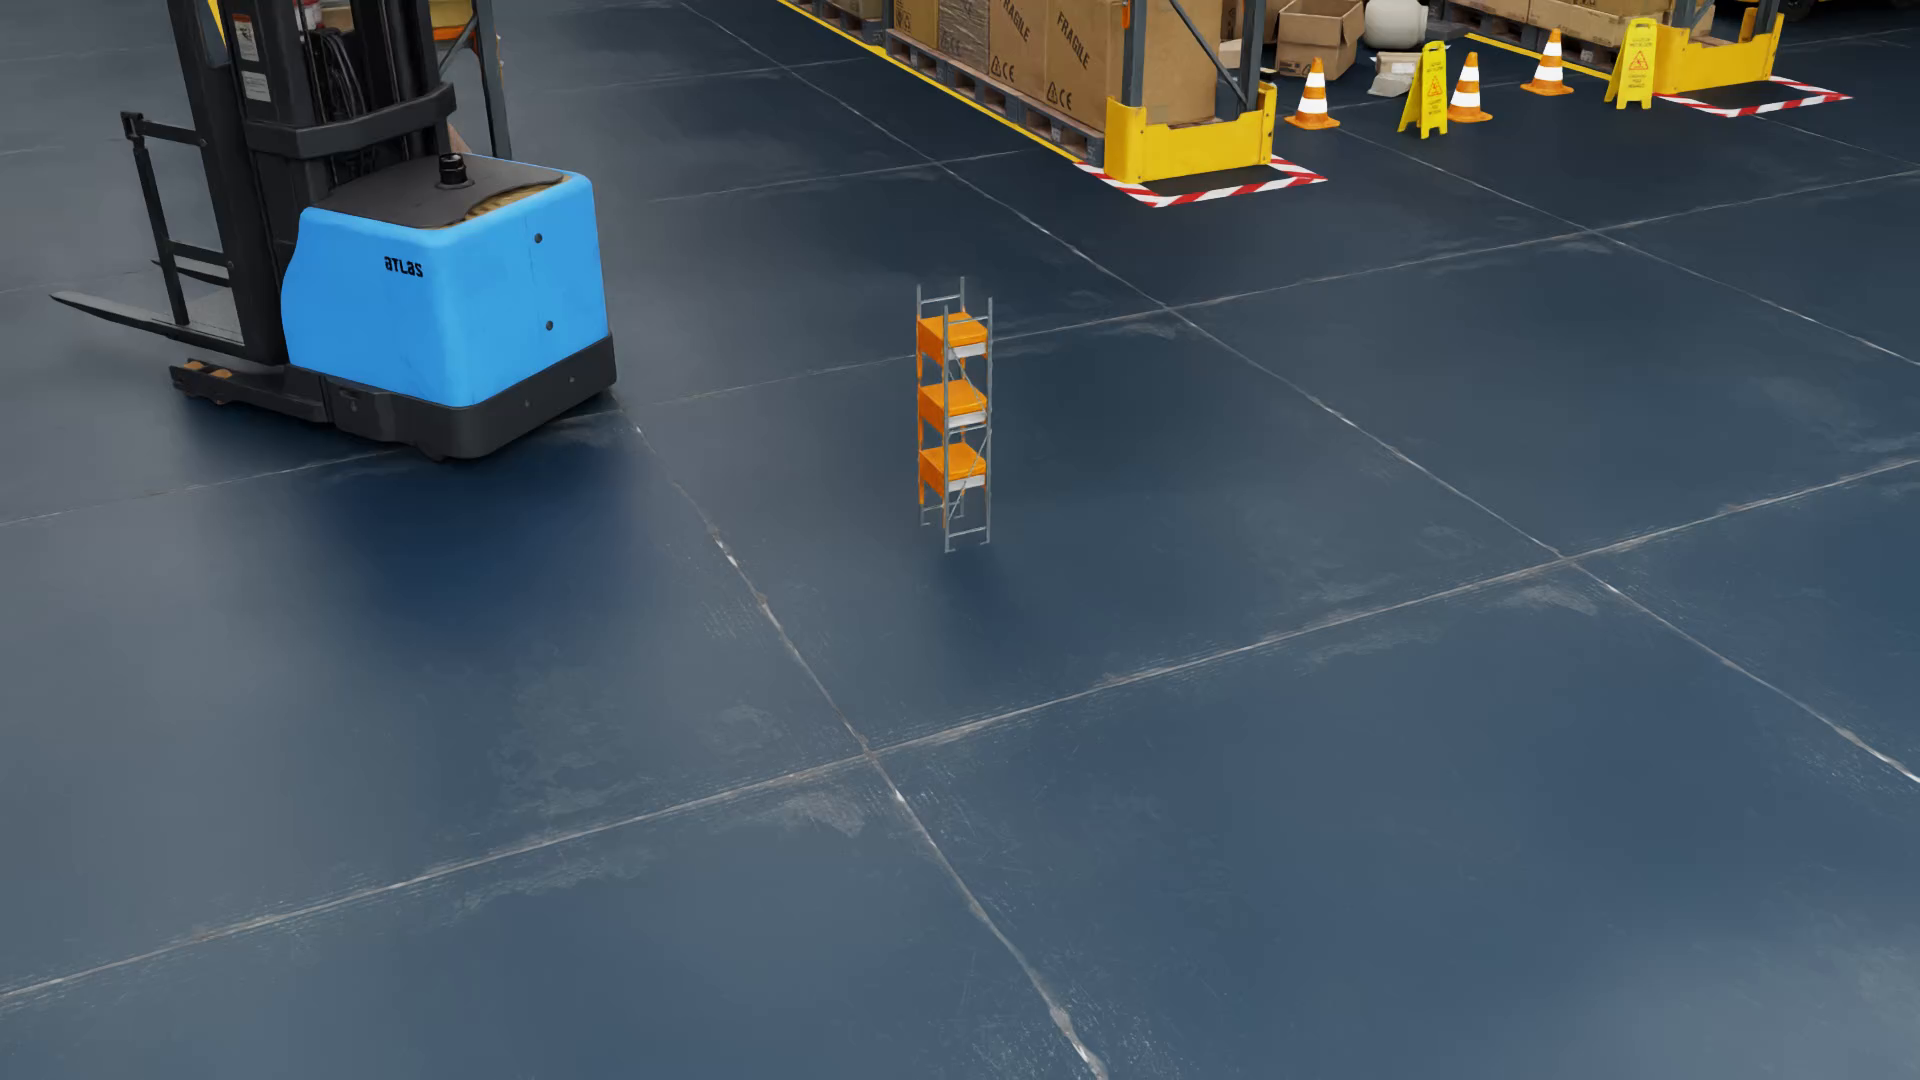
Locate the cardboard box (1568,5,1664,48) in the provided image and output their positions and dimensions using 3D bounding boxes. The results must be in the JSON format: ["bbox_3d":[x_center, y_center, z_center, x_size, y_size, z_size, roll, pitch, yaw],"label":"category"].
[{"bbox_3d":[5.359,-4.223,13.596,0.500,0.250,0.500,-13,32,-22],"label":"cardboard box"}]

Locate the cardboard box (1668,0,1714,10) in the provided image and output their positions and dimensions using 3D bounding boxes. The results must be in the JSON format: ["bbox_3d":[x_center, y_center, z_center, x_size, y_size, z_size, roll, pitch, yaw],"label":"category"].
[{"bbox_3d":[5.852,-4.664,13.616,0.500,0.500,0.500,-14,32,-24],"label":"cardboard box"}]

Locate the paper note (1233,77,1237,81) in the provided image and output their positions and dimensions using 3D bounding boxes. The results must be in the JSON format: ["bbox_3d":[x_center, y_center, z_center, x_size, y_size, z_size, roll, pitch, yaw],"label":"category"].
[{"bbox_3d":[2.205,-3.694,13.327,0.032,0.001,0.123,2,29,4],"label":"paper note"}]

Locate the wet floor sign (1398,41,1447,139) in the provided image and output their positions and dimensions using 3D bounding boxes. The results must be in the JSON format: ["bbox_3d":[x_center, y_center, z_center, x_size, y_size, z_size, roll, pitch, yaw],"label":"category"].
[{"bbox_3d":[3.333,-3.220,11.833,0.267,0.644,0.232,-19,35,-30],"label":"wet floor sign"}]

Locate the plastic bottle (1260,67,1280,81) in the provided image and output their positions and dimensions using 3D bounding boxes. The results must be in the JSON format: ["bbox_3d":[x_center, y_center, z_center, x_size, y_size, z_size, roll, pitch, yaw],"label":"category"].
[{"bbox_3d":[2.426,-3.764,13.399,0.283,0.061,0.133,26,38,38],"label":"plastic bottle"}]

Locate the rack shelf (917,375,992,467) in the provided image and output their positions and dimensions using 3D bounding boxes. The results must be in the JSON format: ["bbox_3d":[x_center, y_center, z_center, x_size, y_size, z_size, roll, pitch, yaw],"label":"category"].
[{"bbox_3d":[-0.023,-0.472,6.541,0.215,0.259,0.240,-13,32,-22],"label":"rack shelf"}]

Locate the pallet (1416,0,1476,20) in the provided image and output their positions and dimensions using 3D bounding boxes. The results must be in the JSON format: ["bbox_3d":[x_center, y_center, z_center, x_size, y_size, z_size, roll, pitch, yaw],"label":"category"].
[{"bbox_3d":[4.562,-5.190,15.789,1.003,0.211,1.213,-13,32,-22],"label":"pallet"}]

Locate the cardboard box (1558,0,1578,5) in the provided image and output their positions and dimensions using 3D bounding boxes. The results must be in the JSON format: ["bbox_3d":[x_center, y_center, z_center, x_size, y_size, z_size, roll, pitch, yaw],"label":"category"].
[{"bbox_3d":[5.153,-4.768,13.801,0.500,0.500,0.500,-12,31,-20],"label":"cardboard box"}]

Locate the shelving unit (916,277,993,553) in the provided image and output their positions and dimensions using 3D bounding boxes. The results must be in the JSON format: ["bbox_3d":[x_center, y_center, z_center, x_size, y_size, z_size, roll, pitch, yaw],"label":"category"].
[{"bbox_3d":[-0.023,-0.482,6.535,0.215,1.050,0.252,-13,32,-22],"label":"shelving unit"}]

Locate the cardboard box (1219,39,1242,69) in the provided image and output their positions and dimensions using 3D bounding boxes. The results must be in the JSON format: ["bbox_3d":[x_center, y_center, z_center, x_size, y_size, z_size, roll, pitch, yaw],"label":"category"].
[{"bbox_3d":[2.216,-4.046,13.694,0.396,0.266,0.258,-8,30,-13],"label":"cardboard box"}]

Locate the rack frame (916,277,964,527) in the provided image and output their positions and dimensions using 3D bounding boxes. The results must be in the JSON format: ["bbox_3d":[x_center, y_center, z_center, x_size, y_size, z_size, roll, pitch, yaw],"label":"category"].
[{"bbox_3d":[-0.075,-0.535,6.631,0.200,1.050,0.008,-13,32,-22],"label":"rack frame"}]

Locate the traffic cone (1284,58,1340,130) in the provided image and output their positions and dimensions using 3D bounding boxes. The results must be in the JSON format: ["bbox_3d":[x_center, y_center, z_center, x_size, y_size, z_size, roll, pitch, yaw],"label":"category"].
[{"bbox_3d":[2.587,-3.270,12.109,0.336,0.463,0.334,-13,32,-22],"label":"traffic cone"}]

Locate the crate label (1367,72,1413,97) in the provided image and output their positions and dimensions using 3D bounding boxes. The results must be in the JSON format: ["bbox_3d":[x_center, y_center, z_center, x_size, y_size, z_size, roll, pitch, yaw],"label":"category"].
[{"bbox_3d":[3.360,-3.550,12.940,0.298,0.136,0.250,19,34,30],"label":"crate label"}]

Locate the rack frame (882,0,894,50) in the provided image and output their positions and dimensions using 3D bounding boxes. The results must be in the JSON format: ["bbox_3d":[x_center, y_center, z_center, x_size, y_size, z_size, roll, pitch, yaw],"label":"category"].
[{"bbox_3d":[-0.185,-5.611,13.690,1.000,3.000,0.127,-13,32,-22],"label":"rack frame"}]

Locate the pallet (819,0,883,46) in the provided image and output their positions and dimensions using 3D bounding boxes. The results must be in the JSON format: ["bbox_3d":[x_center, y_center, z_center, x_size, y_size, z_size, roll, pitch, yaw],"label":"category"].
[{"bbox_3d":[-0.584,-4.720,14.951,1.003,0.211,1.213,-13,32,-22],"label":"pallet"}]

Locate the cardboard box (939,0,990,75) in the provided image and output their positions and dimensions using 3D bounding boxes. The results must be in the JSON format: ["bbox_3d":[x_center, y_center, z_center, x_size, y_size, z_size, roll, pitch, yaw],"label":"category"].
[{"bbox_3d":[0.412,-4.178,12.876,0.875,0.875,0.875,-13,32,-22],"label":"cardboard box"}]

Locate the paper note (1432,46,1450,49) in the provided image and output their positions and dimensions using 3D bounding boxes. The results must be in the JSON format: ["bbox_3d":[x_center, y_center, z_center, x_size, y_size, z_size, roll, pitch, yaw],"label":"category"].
[{"bbox_3d":[4.114,-4.239,14.278,0.148,0.019,0.142,26,38,38],"label":"paper note"}]

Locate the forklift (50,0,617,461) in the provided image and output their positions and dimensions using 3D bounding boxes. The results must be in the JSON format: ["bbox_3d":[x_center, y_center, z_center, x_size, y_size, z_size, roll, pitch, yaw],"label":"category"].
[{"bbox_3d":[-3.186,-2.130,7.551,3.031,2.935,1.130,15,33,25],"label":"forklift"}]

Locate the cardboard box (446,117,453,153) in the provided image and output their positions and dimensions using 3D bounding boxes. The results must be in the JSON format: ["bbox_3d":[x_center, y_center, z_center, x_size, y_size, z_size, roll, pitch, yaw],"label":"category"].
[{"bbox_3d":[-3.244,-2.220,9.768,0.500,0.500,0.500,-7,30,-13],"label":"cardboard box"}]

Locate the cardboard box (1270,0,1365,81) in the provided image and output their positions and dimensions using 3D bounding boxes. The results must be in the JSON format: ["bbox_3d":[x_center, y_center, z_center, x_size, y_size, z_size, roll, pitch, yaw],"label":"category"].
[{"bbox_3d":[2.919,-4.084,13.518,0.637,0.503,0.797,13,32,21],"label":"cardboard box"}]

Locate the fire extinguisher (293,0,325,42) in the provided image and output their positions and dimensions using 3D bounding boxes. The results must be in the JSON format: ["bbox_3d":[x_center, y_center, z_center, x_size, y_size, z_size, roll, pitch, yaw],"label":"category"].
[{"bbox_3d":[-3.358,-2.666,8.517,0.296,0.674,0.183,-13,32,-22],"label":"fire extinguisher"}]

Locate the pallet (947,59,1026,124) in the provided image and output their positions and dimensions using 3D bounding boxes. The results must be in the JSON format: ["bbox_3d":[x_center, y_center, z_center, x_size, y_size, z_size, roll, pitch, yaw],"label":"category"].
[{"bbox_3d":[0.598,-3.503,12.781,1.003,0.211,1.213,-13,32,-22],"label":"pallet"}]

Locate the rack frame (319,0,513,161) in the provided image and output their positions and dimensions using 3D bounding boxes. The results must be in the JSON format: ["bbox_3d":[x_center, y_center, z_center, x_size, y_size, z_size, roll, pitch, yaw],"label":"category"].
[{"bbox_3d":[-2.991,-2.847,8.761,1.000,3.000,0.127,-13,32,-22],"label":"rack frame"}]

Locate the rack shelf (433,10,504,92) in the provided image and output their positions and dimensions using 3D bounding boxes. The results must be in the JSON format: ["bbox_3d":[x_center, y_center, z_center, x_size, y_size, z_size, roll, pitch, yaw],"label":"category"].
[{"bbox_3d":[-3.850,-3.417,10.512,1.077,0.370,4.000,-13,32,-22],"label":"rack shelf"}]

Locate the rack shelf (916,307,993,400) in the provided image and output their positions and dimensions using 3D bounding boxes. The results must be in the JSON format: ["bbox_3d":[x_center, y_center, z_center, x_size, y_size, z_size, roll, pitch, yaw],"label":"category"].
[{"bbox_3d":[-0.023,-0.720,6.402,0.215,0.259,0.240,-13,32,-22],"label":"rack shelf"}]

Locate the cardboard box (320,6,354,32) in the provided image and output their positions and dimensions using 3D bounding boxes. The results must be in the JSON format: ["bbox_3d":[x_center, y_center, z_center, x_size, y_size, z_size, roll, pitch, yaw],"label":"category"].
[{"bbox_3d":[-3.300,-2.820,8.970,0.380,0.149,0.250,-13,32,-22],"label":"cardboard box"}]

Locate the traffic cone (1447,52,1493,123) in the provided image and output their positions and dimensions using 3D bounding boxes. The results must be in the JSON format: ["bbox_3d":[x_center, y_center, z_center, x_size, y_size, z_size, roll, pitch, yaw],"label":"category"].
[{"bbox_3d":[3.753,-3.357,12.264,0.336,0.463,0.334,-13,32,-22],"label":"traffic cone"}]

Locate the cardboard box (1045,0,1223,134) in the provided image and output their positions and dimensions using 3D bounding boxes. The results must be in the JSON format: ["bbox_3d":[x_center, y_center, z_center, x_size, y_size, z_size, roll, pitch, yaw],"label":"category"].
[{"bbox_3d":[1.181,-3.386,11.465,0.875,0.875,0.875,-13,32,-22],"label":"cardboard box"}]

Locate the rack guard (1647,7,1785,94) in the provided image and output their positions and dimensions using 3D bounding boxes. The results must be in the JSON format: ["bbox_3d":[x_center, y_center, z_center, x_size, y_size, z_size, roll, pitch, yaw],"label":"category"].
[{"bbox_3d":[5.927,-3.871,13.143,1.175,0.500,0.348,-13,32,-22],"label":"rack guard"}]

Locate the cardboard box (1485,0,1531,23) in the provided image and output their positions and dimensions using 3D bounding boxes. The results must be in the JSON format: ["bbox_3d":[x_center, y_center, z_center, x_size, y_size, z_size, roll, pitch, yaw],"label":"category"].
[{"bbox_3d":[4.924,-4.673,14.399,0.500,0.250,0.500,-14,32,-24],"label":"cardboard box"}]

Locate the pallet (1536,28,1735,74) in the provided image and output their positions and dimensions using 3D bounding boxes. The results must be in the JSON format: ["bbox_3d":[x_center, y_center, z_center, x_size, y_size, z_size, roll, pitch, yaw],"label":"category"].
[{"bbox_3d":[5.610,-4.112,13.867,1.003,0.211,1.213,-13,32,-22],"label":"pallet"}]
